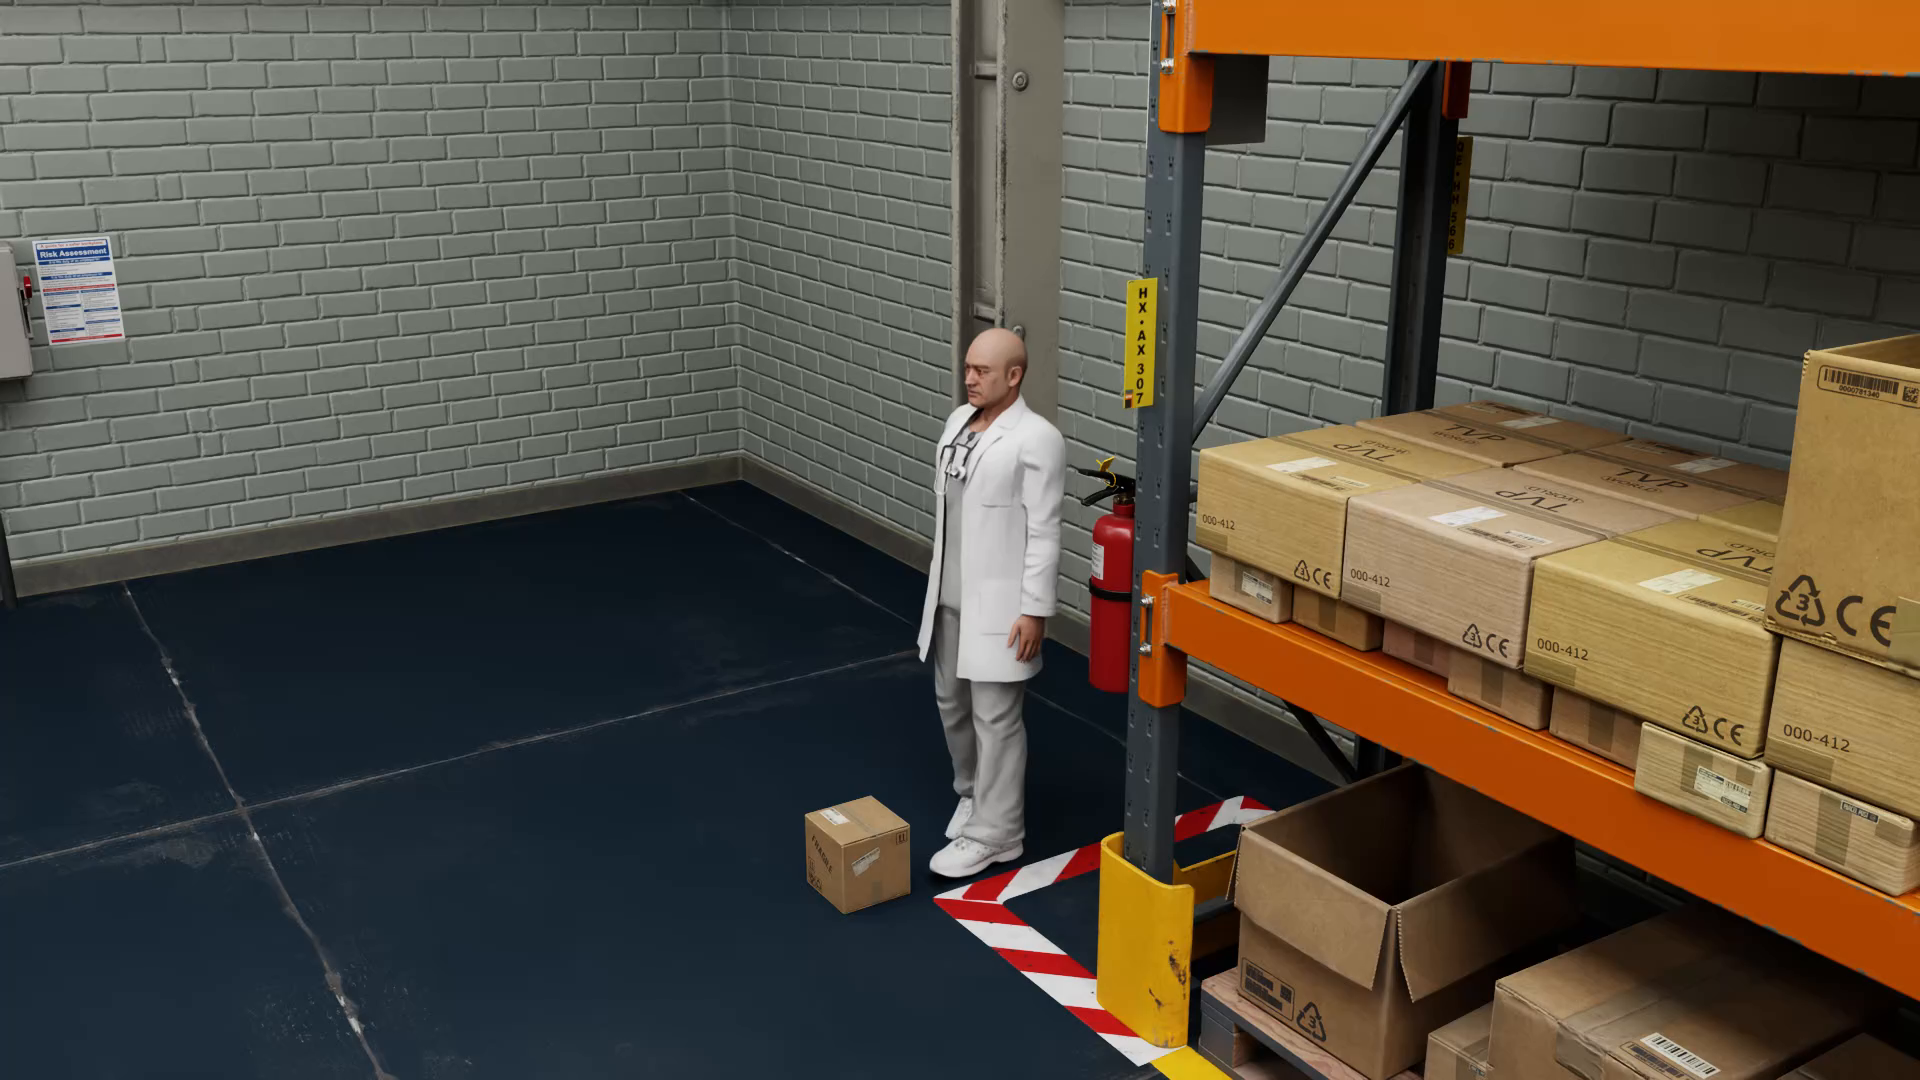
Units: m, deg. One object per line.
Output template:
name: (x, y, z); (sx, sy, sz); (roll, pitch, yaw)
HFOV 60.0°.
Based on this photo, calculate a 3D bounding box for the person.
person: (0.063, 0.212, 5.455); (0.569, 1.810, 0.601); (-13, 22, -36)
